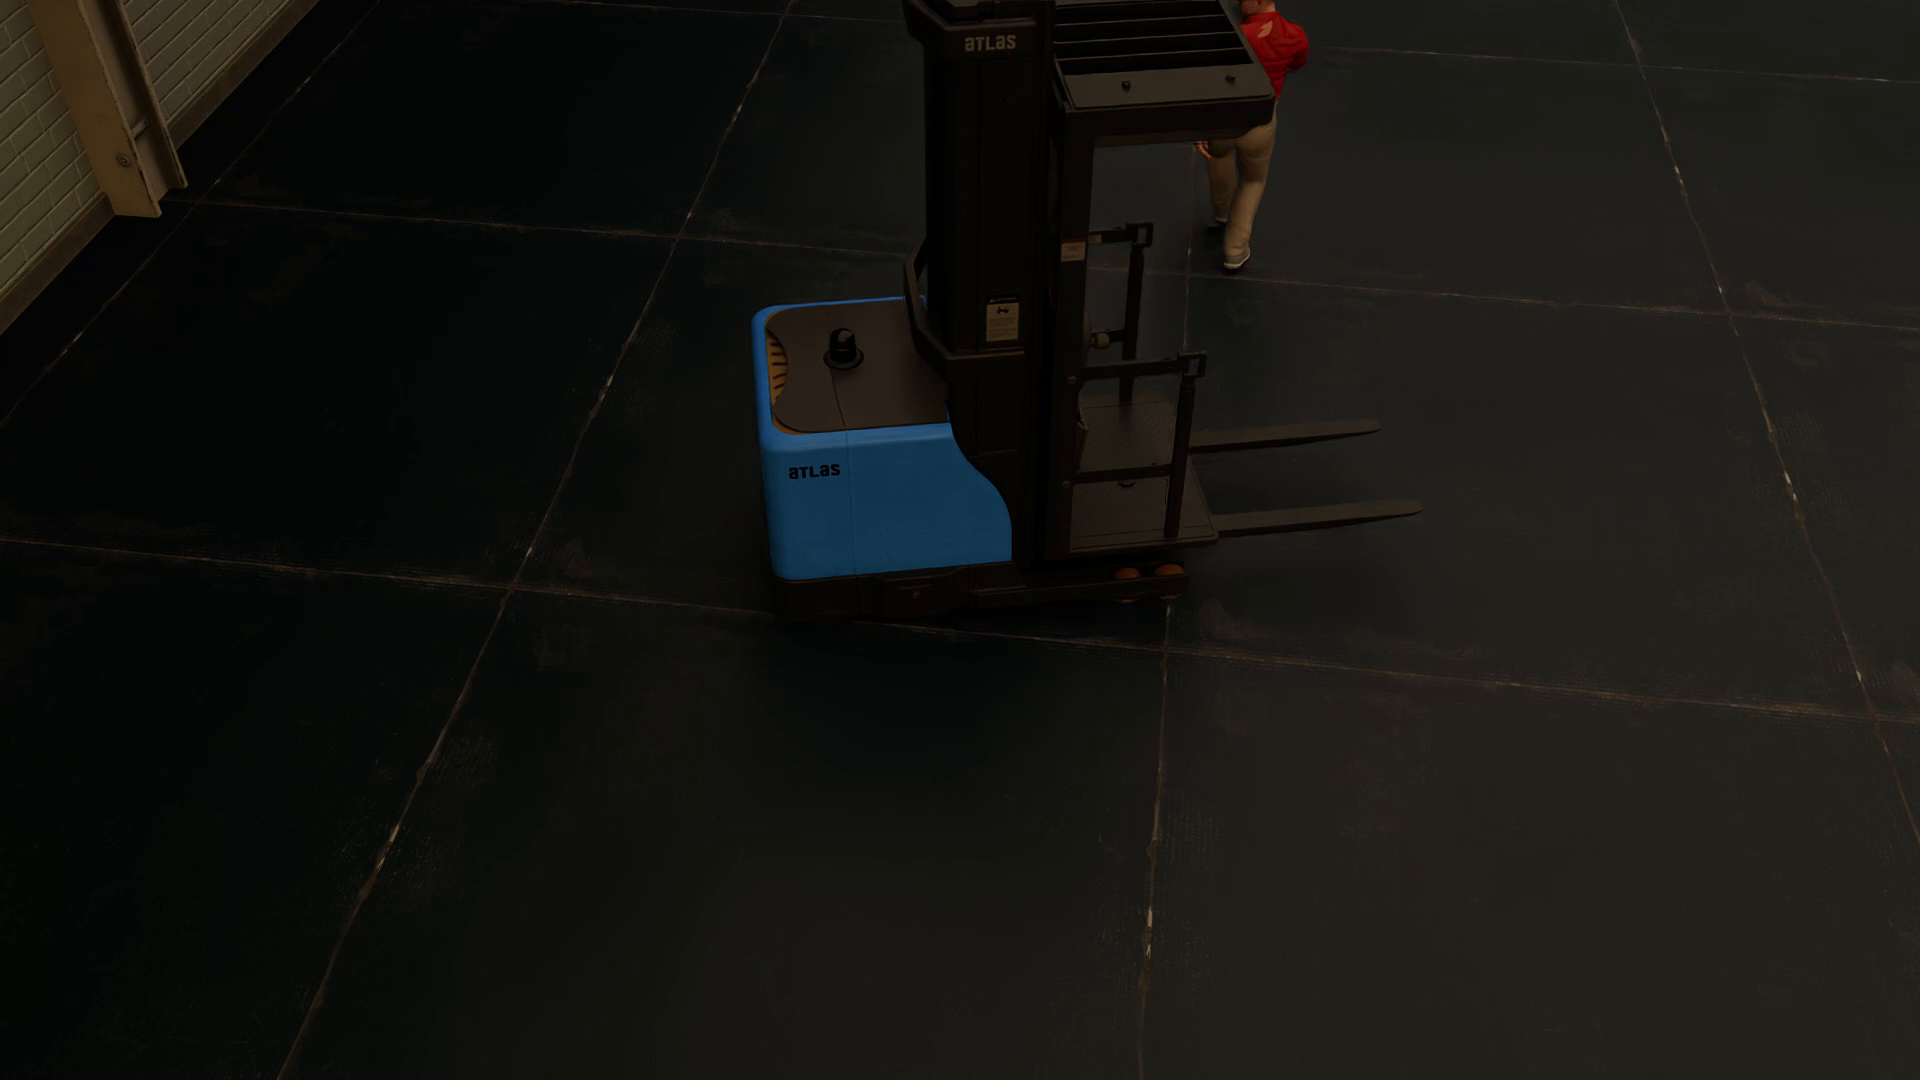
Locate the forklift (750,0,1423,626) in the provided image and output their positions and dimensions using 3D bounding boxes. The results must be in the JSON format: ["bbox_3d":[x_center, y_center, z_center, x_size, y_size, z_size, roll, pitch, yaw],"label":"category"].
[{"bbox_3d":[0.607,-1.143,6.968,3.031,2.935,1.130,-5,43,-6],"label":"forklift"}]

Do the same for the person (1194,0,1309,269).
[{"bbox_3d":[1.587,-2.322,9.235,0.579,1.714,0.914,6,43,6],"label":"person"}]
